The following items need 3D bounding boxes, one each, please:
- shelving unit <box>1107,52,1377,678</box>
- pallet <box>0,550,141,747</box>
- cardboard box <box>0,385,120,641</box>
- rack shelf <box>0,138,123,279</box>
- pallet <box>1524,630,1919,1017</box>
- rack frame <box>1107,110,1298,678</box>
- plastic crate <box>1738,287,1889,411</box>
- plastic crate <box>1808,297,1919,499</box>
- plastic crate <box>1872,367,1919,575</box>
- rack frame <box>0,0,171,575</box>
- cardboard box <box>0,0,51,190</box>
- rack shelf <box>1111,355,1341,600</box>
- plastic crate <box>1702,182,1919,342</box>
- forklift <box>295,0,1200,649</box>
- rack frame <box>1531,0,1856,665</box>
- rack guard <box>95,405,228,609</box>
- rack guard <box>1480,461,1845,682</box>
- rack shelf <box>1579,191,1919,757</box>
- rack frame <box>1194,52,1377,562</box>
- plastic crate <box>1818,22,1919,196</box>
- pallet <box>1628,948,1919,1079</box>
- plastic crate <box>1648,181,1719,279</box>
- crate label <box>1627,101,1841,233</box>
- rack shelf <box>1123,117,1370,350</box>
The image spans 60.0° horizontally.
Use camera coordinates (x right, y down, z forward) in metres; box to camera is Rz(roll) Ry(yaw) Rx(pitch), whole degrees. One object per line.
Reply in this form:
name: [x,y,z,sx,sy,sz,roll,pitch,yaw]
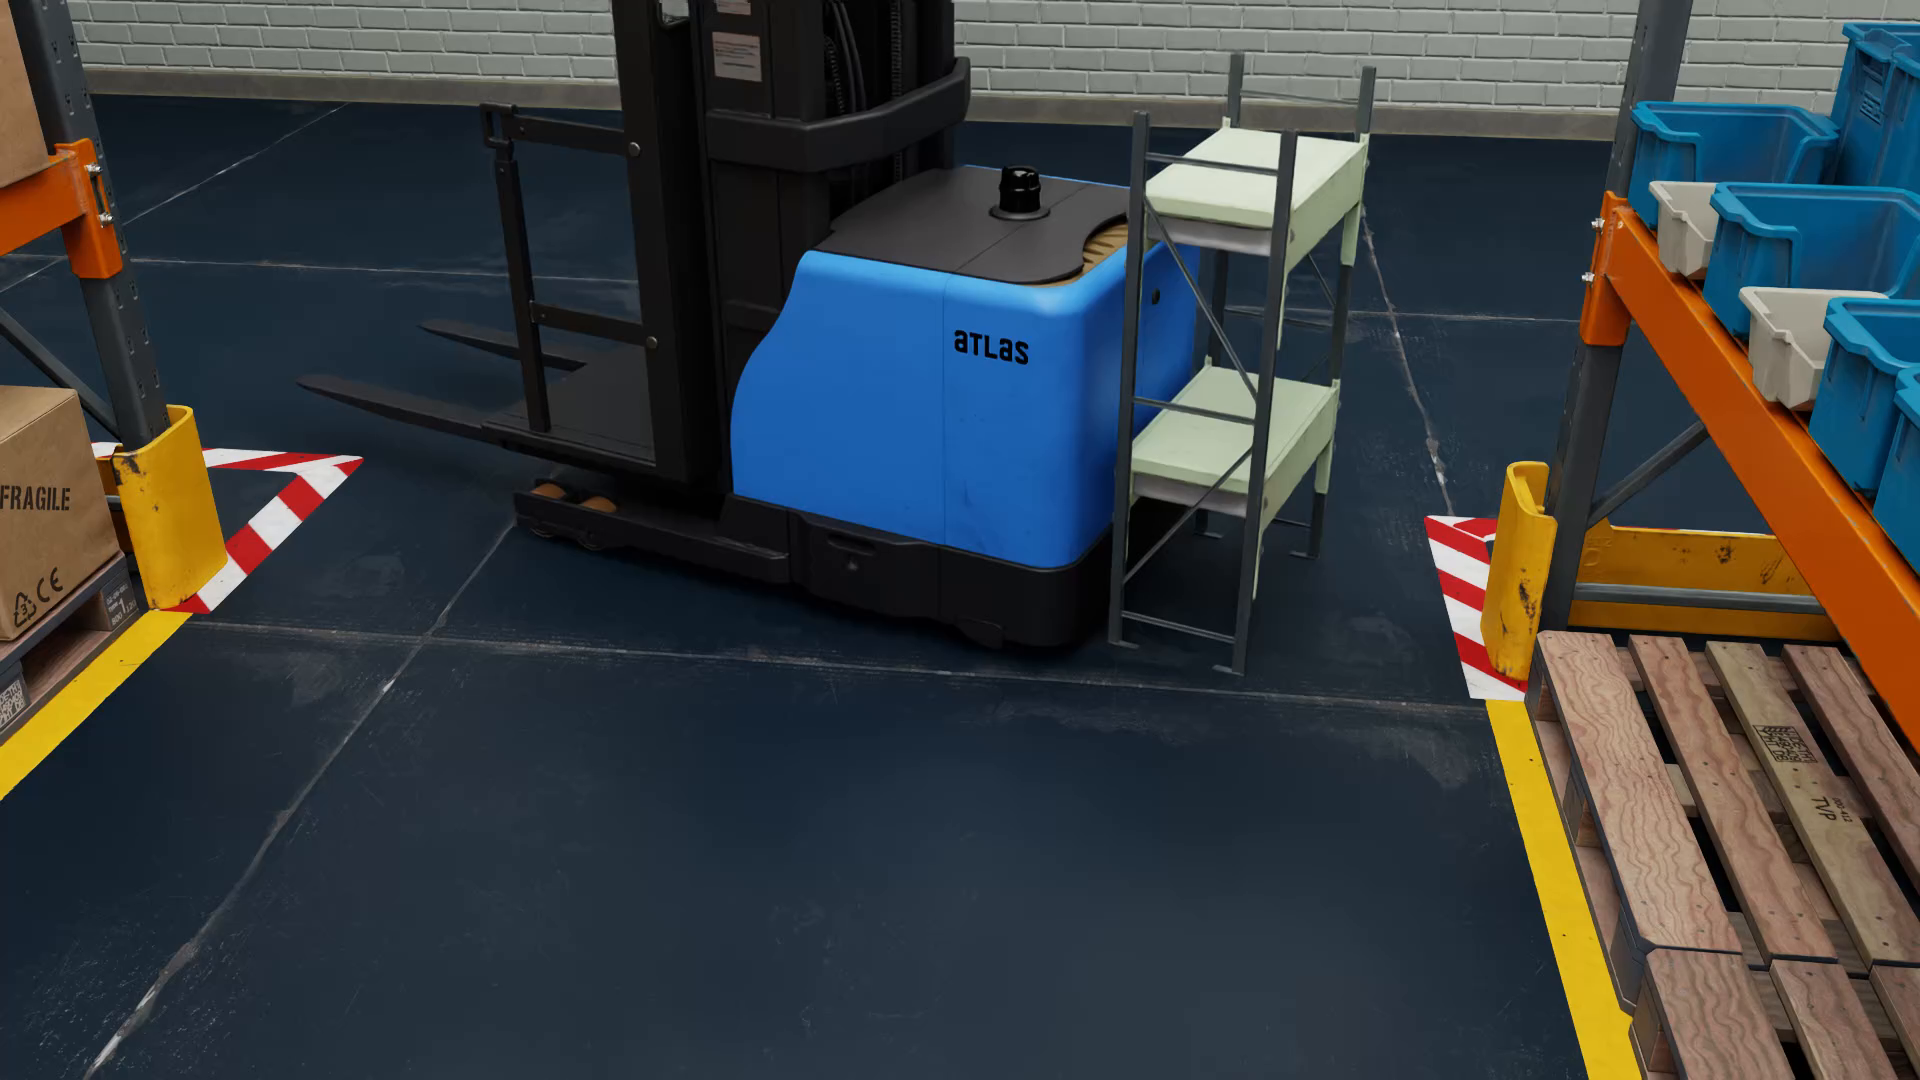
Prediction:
shelving unit: [0.764,-0.484,4.568,0.431,1.500,0.755,13,31,23]
pallet: [-2.947,0.374,4.333,1.003,0.211,1.213,3,28,6]
cardboard box: [-2.663,-0.087,4.421,0.500,0.500,0.500,3,28,6]
rack shelf: [-3.086,-0.006,2.858,1.077,0.370,4.000,3,28,6]
pallet: [1.935,0.639,3.842,1.003,0.211,1.213,3,28,6]
rack frame: [0.601,-0.329,4.279,0.400,1.500,0.023,13,31,23]
plastic crate: [1.513,-0.323,2.901,0.250,0.136,0.298,3,28,6]
plastic crate: [1.557,-0.211,2.592,0.416,0.233,0.300,3,28,6]
plastic crate: [1.520,-0.069,2.329,0.416,0.233,0.300,3,28,6]
rack frame: [-2.841,-1.264,4.434,1.000,3.000,0.127,3,28,6]
cardboard box: [-2.625,-1.082,3.990,0.500,0.500,0.500,4,29,8]
rack shelf: [0.764,-0.197,4.722,0.431,0.370,0.720,13,31,23]
plastic crate: [1.637,-0.521,3.167,0.416,0.233,0.300,3,28,6]
forklift: [-0.829,-1.464,4.877,3.031,2.935,1.130,14,31,24]
rack frame: [2.075,-0.975,3.897,1.000,3.000,0.127,3,28,6]
rack guard: [-2.850,-0.128,4.961,1.175,0.500,0.348,3,28,6]
rack guard: [2.065,0.114,4.512,1.175,0.500,0.348,3,28,6]
rack shelf: [1.830,0.283,2.320,1.077,0.370,4.000,3,28,6]
rack frame: [0.928,-0.640,4.856,0.400,1.500,0.023,13,31,23]
plastic crate: [2.219,-0.848,3.562,0.616,0.435,0.499,3,28,6]
pallet: [1.783,1.211,2.779,1.003,0.211,1.213,3,28,6]
plastic crate: [1.597,-0.642,3.494,0.250,0.136,0.298,3,28,6]
crate label: [1.718,-0.830,3.742,0.416,0.233,0.303,3,28,6]
rack shelf: [0.764,-0.828,4.383,0.431,0.370,0.720,13,31,23]
